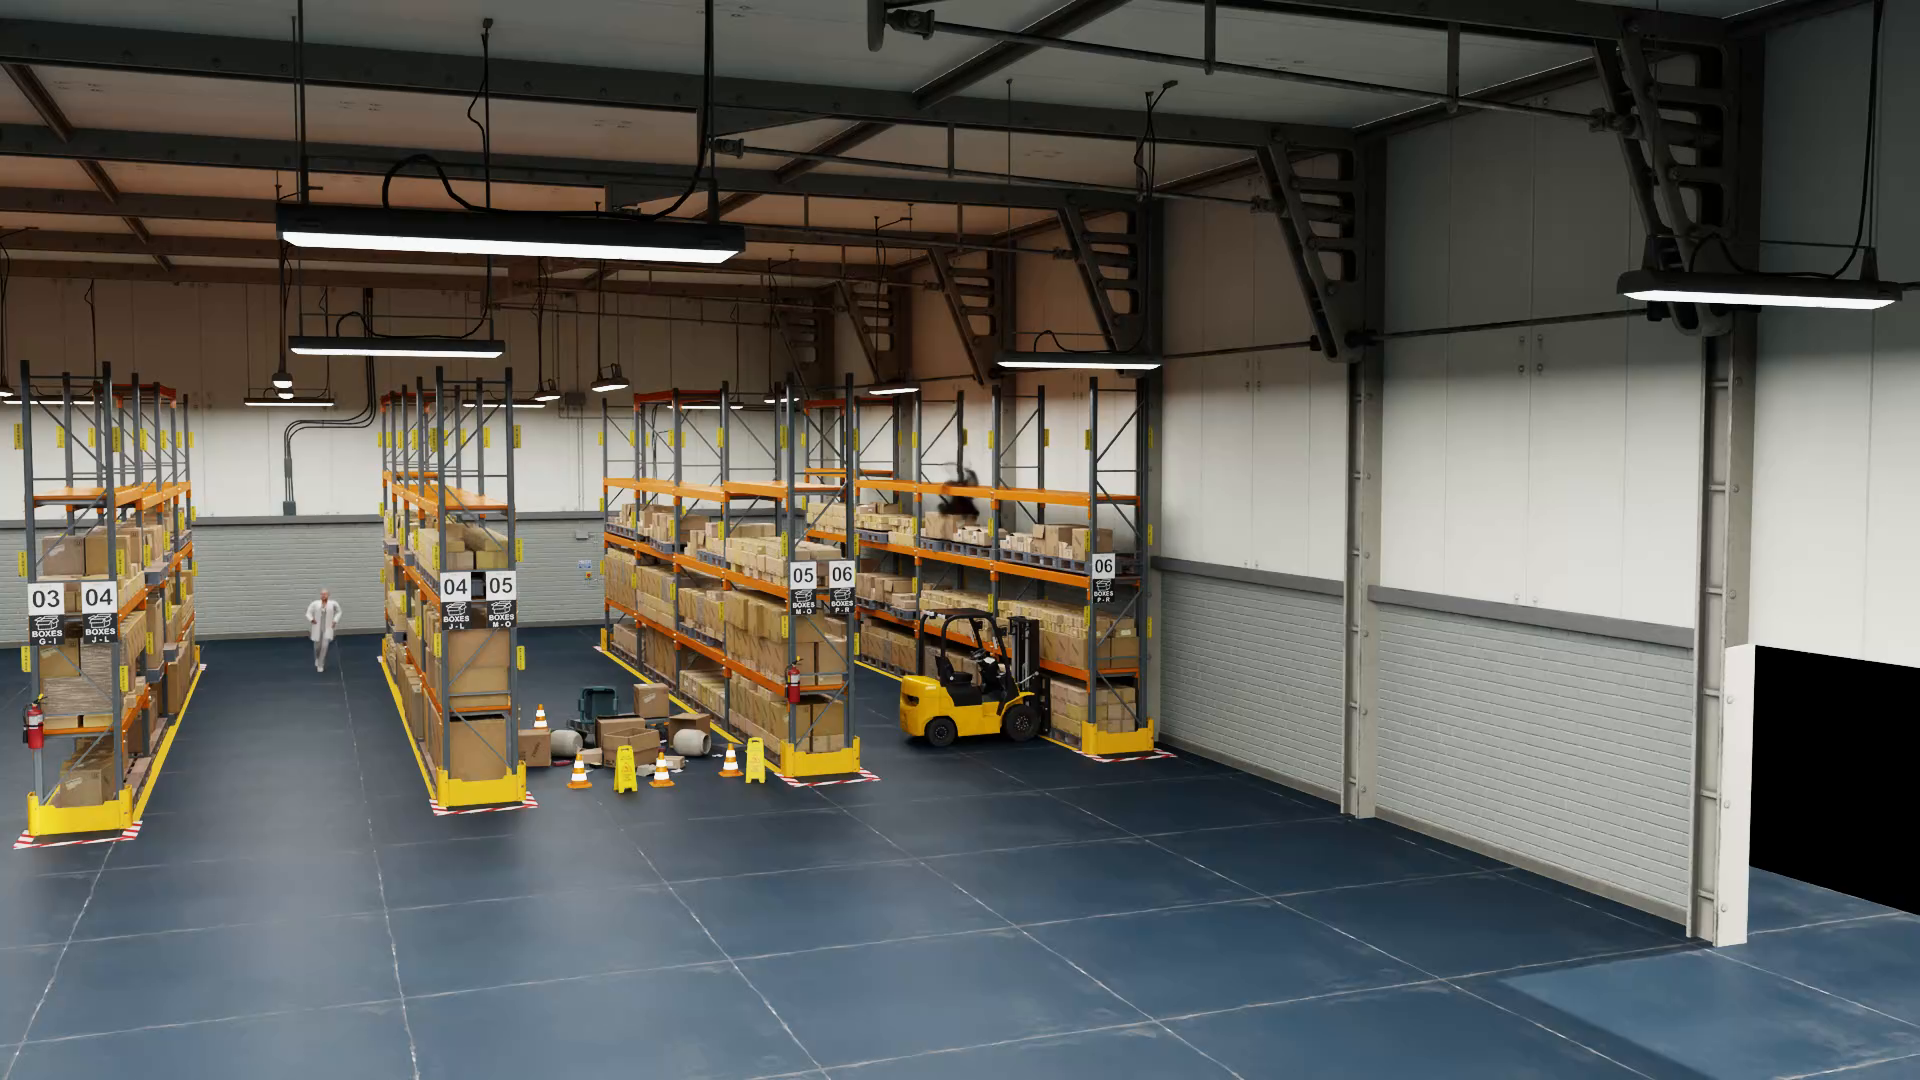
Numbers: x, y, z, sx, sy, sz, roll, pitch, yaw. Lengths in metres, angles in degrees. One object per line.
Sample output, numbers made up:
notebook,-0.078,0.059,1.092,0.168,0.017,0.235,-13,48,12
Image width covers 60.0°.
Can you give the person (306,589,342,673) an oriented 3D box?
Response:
person,-13.829,1.951,36.170,0.722,1.768,0.915,-1,4,-15
